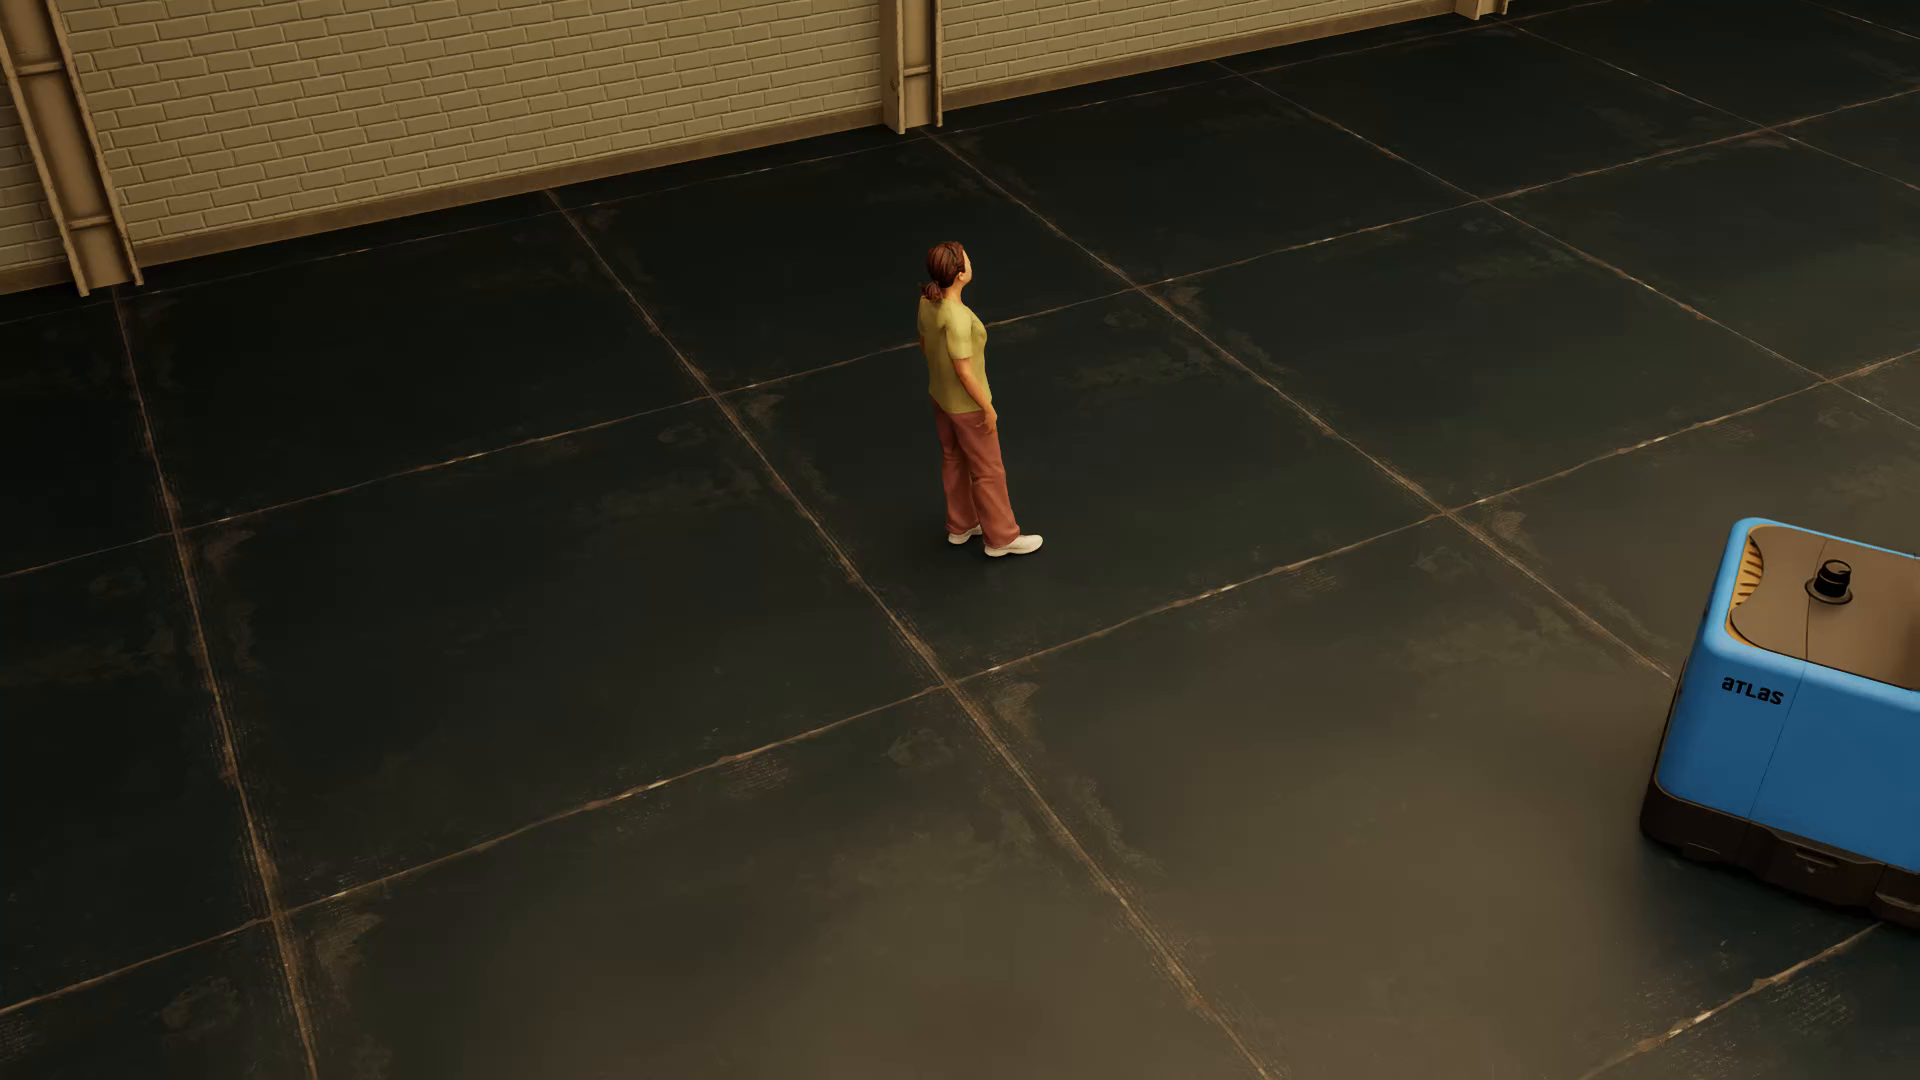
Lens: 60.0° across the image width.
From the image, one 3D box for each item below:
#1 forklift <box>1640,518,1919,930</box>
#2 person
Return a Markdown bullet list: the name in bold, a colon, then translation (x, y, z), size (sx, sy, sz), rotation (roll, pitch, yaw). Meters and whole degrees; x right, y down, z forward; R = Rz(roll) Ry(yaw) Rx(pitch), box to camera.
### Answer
- **forklift**: translation (4.361, 0.209, 5.828), size (3.031, 2.935, 1.130), rotation (17, 39, 22)
- **person**: translation (0.071, -0.705, 8.194), size (0.548, 1.673, 0.553), rotation (-17, 39, -23)
